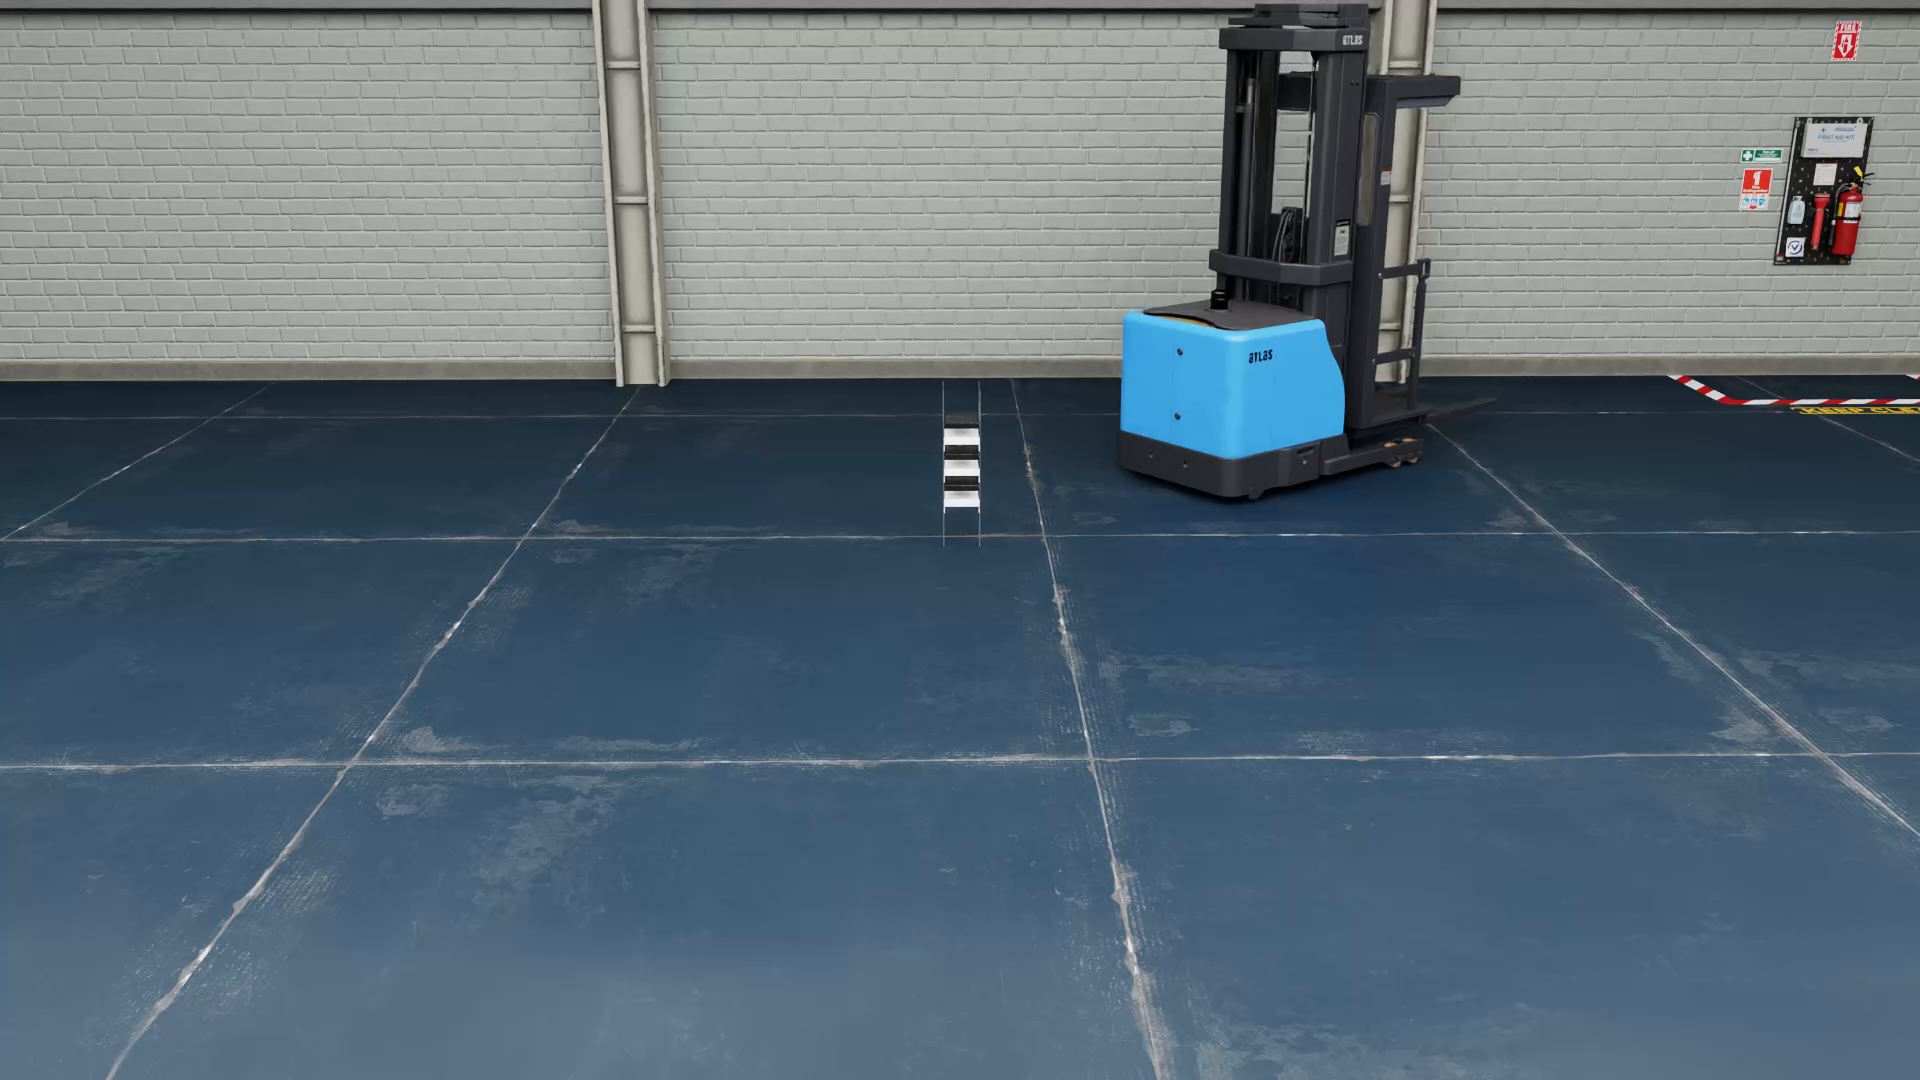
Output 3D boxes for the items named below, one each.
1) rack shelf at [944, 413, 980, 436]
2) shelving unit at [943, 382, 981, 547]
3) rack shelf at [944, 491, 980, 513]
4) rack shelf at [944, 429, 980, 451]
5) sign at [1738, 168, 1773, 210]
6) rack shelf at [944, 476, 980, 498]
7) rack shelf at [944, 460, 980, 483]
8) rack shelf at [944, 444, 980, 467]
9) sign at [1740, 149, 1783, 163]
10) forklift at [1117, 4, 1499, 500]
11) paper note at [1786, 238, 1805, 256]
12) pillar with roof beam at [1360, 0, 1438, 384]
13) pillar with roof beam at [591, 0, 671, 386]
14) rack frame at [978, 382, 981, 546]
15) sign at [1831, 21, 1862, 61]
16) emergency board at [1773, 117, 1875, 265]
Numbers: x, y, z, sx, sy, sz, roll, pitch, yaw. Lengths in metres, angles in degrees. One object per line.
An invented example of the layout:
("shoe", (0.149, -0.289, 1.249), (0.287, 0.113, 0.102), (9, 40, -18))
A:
("rack shelf", (0.008, -0.654, 9.338), (0.200, 0.077, 0.258), (0, 18, -1))
("shelving unit", (0.008, -0.429, 9.410), (0.210, 0.900, 0.258), (0, 18, -1))
("rack shelf", (0.008, -0.225, 9.475), (0.200, 0.077, 0.258), (0, 18, -1))
("rack shelf", (0.008, -0.568, 9.365), (0.200, 0.077, 0.258), (0, 18, -1))
("sign", (6.396, -2.819, 13.367), (0.234, 0.329, 0.001), (0, 18, -1))
("rack shelf", (0.008, -0.311, 9.448), (0.200, 0.077, 0.258), (0, 18, -1))
("rack shelf", (0.008, -0.397, 9.420), (0.200, 0.077, 0.258), (0, 18, -1))
("rack shelf", (0.008, -0.482, 9.393), (0.200, 0.077, 0.258), (0, 18, -1))
("sign", (6.400, -3.069, 13.277), (0.331, 0.109, 0.001), (0, 18, -1))
("forklift", (2.490, -1.988, 10.946), (3.031, 2.935, 1.130), (-14, 22, -36))
("paper note", (6.772, -2.374, 13.480), (0.142, 0.148, 0.016), (0, 18, -1))
("pillar with roof beam", (3.490, -4.286, 8.178), (0.400, 9.000, 9.100), (0, 18, -1))
("pillar with roof beam", (-2.509, -4.258, 8.088), (0.400, 9.000, 9.100), (0, 18, -1))
("rack frame", (0.110, -0.429, 9.412), (0.006, 0.900, 0.240), (0, 18, -1))
("sign", (6.941, -3.908, 13.023), (0.199, 0.298, 0.001), (0, 18, -1))
("emergency board", (6.950, -2.773, 13.282), (0.643, 1.169, 0.194), (0, 18, -1))
